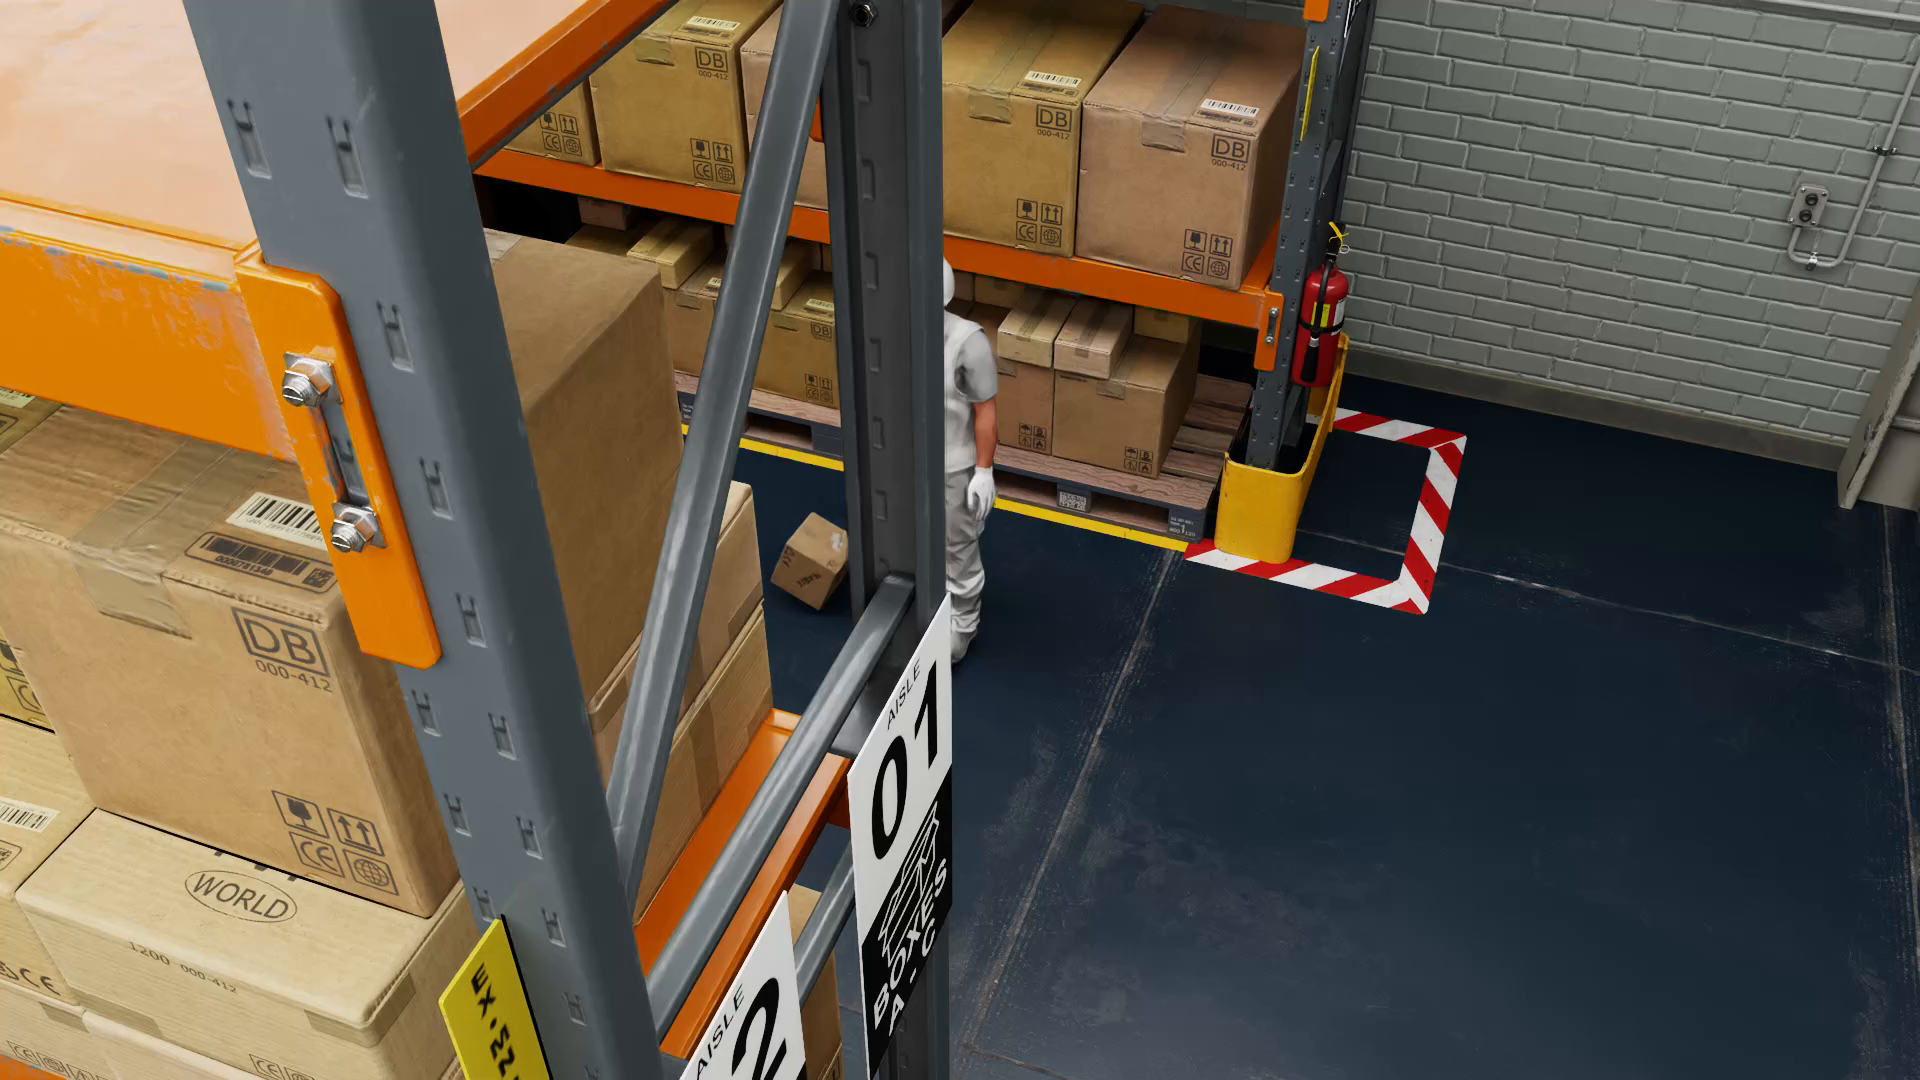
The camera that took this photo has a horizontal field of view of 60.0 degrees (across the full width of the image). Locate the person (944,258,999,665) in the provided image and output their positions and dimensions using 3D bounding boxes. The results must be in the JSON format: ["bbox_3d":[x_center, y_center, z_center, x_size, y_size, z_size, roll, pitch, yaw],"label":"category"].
[{"bbox_3d":[-0.125,-0.298,6.433,0.623,1.794,0.423,20,45,21],"label":"person"}]
